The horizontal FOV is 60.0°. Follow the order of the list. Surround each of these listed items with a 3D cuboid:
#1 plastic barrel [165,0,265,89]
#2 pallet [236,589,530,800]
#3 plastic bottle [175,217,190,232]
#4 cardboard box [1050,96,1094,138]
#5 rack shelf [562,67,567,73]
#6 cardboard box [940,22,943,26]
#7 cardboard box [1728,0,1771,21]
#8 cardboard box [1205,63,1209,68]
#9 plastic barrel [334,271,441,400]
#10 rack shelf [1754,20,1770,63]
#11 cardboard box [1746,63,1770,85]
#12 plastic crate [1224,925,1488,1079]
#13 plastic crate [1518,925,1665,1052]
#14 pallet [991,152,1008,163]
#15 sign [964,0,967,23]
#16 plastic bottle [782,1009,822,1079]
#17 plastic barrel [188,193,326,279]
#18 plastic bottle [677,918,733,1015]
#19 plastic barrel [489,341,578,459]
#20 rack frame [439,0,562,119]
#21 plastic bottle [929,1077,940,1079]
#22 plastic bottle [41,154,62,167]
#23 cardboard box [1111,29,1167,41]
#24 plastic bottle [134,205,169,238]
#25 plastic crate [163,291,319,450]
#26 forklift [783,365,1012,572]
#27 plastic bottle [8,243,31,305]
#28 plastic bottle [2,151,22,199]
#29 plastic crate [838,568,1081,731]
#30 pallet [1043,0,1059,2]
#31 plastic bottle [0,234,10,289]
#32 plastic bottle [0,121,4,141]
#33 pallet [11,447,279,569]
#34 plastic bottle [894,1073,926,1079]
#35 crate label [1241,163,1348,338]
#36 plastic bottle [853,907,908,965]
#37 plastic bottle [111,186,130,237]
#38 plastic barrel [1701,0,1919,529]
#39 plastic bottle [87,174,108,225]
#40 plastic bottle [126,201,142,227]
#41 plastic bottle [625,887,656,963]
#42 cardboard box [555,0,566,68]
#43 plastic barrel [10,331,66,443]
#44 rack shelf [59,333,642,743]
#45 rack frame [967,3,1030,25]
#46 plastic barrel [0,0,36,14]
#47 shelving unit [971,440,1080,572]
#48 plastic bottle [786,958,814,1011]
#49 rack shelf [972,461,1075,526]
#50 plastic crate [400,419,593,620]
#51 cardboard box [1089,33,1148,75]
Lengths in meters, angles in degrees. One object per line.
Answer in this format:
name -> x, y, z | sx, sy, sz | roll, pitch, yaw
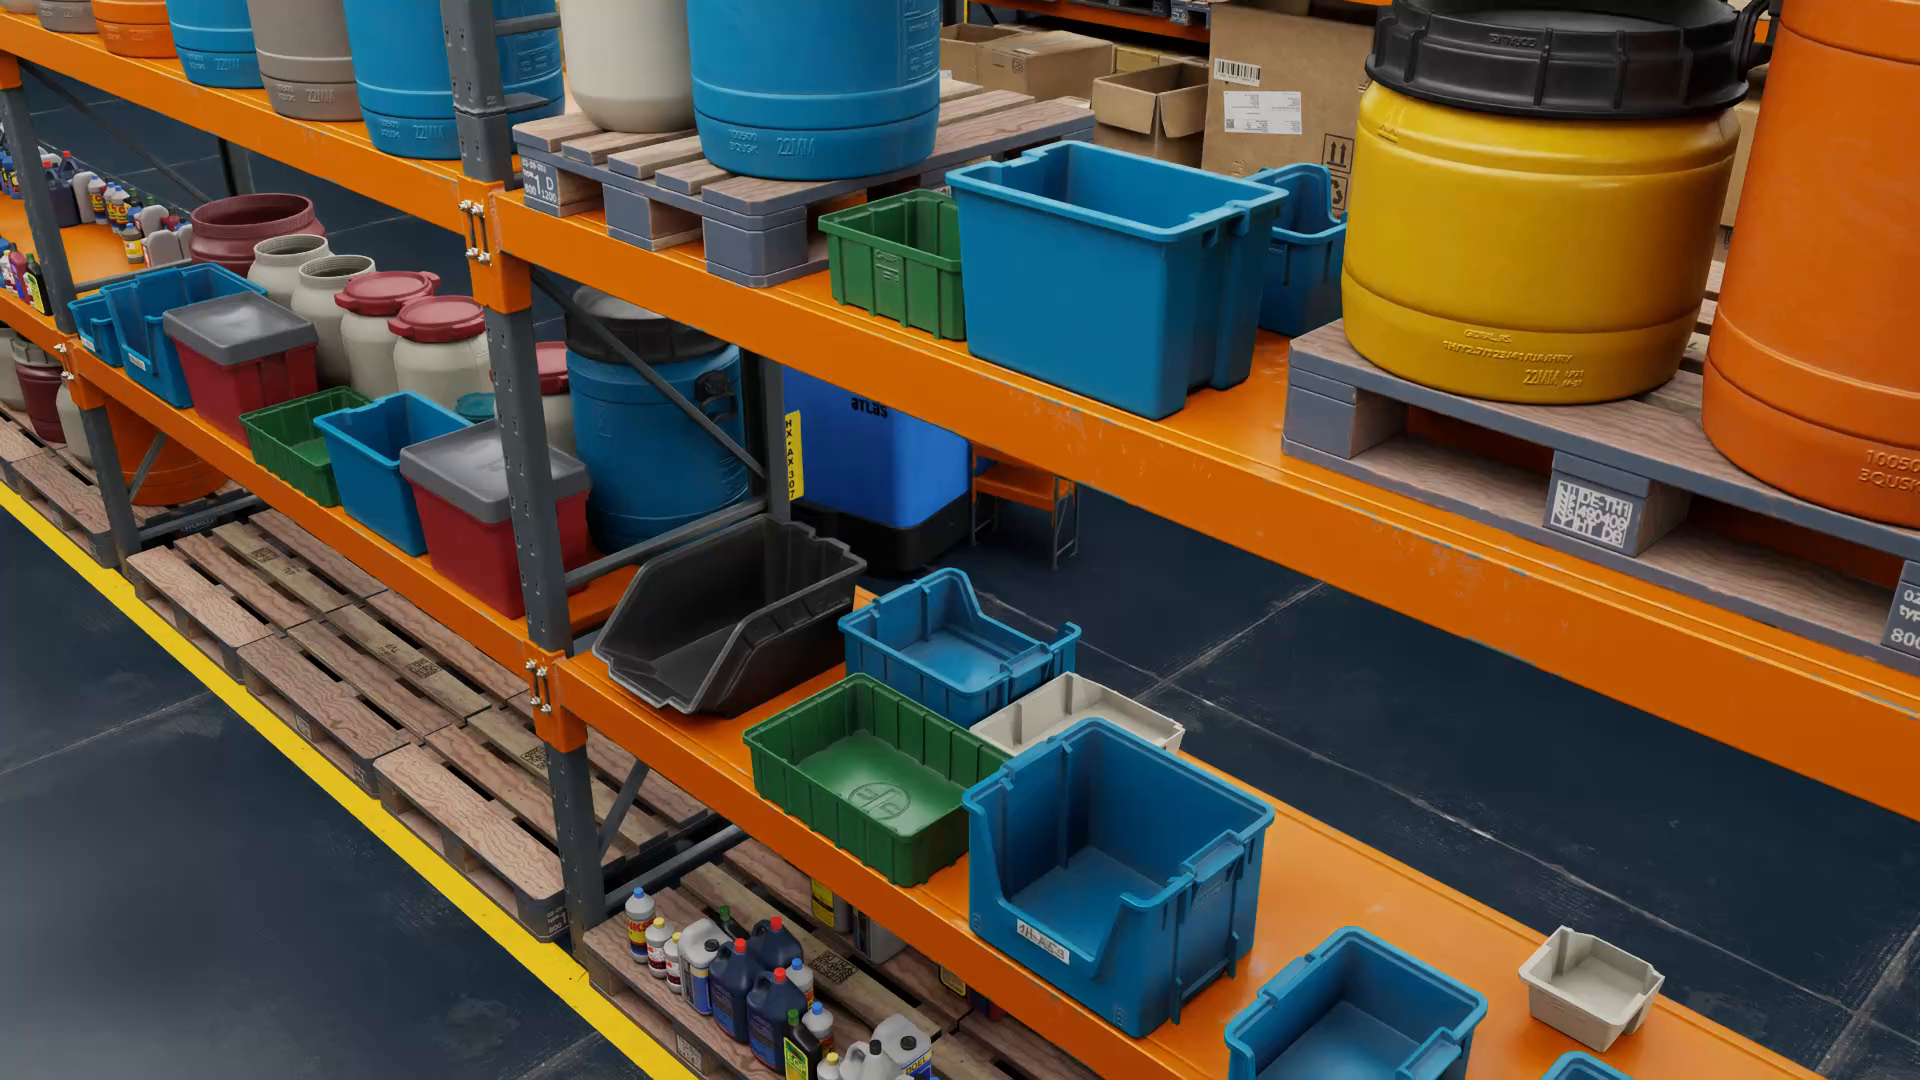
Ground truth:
plastic barrel -> -2.430, -2.056, 5.675 | 0.708, 0.901, 0.600 | 25, 36, 38
pallet -> -2.444, 0.607, 7.368 | 1.213, 0.211, 1.003 | 25, 36, 38
plastic bottle -> -3.980, -1.529, 8.573 | 0.097, 0.271, 0.097 | 0, 28, 0
cardboard box -> 0.672, -2.431, 9.859 | 0.500, 0.250, 0.500 | 23, 36, 37
rack shelf -> -1.788, -3.268, 12.516 | 4.000, 0.370, 1.077 | 25, 36, 38
cardboard box -> -0.337, -5.474, 17.911 | 0.250, 0.149, 0.380 | 23, 36, 37
cardboard box -> 3.359, -2.322, 6.881 | 0.500, 0.250, 0.500 | 23, 35, 36
cardboard box -> 2.516, -4.095, 14.743 | 0.500, 0.250, 0.500 | 24, 36, 37
plastic barrel -> -2.343, -0.811, 6.923 | 0.433, 0.535, 0.433 | 0, 28, 0
rack shelf -> 3.916, -1.986, 6.853 | 4.000, 0.370, 1.077 | 25, 36, 38
cardboard box -> 3.717, -1.866, 7.574 | 0.500, 0.500, 0.500 | 25, 36, 38
plastic crate -> 0.844, 1.108, 3.580 | 0.408, 0.251, 0.499 | 25, 36, 38
plastic crate -> 1.457, 1.038, 3.837 | 0.250, 0.136, 0.298 | 25, 36, 38
pallet -> 0.221, -2.652, 10.777 | 1.003, 0.211, 1.213 | 25, 36, 38
sign -> 0.011, -3.595, 11.205 | 0.005, 0.325, 0.100 | 25, 36, 38
plastic bottle -> -0.475, 1.553, 5.020 | 0.061, 0.283, 0.133 | -23, 36, -37
plastic barrel -> -3.291, -1.300, 7.853 | 0.708, 0.536, 0.600 | 25, 36, 38
plastic bottle -> -0.813, 1.371, 5.373 | 0.152, 0.276, 0.135 | -24, 36, -37
plastic barrel -> -1.511, -0.430, 6.200 | 0.433, 0.535, 0.433 | 0, 28, 0
rack frame -> -0.982, -2.641, 4.103 | 0.127, 3.000, 1.000 | 25, 36, 38
plastic bottle -> -0.074, 1.666, 4.892 | 0.097, 0.201, 0.097 | 0, 28, 0
plastic bottle -> -5.298, -2.116, 9.685 | 0.135, 0.276, 0.152 | 25, 36, 38
cardboard box -> 1.787, -4.765, 16.018 | 0.500, 0.250, 0.500 | 23, 35, 36
plastic bottle -> -4.247, -1.635, 8.770 | 0.135, 0.276, 0.152 | 25, 36, 38
plastic crate -> -2.897, -0.690, 6.771 | 0.583, 0.464, 0.402 | 25, 36, 38
forklift -> -1.236, -1.644, 8.726 | 3.031, 2.935, 1.130 | 17, 32, 29
plastic bottle -> -4.587, -1.305, 8.133 | 0.133, 0.283, 0.061 | 25, 36, 38
plastic bottle -> -5.537, -2.142, 9.739 | 0.097, 0.271, 0.097 | 0, 28, 0
plastic crate -> -0.003, 0.351, 5.018 | 0.616, 0.251, 0.499 | 25, 36, 38
pallet -> 0.778, -5.470, 16.136 | 1.213, 0.211, 1.003 | 25, 36, 38
plastic bottle -> -4.795, -1.407, 8.340 | 0.097, 0.271, 0.097 | 0, 28, 0
plastic bottle -> -5.802, -2.383, 10.111 | 0.185, 0.351, 0.144 | 25, 36, 38
pallet -> -4.426, -0.300, 9.093 | 1.213, 0.211, 1.003 | 25, 36, 38
plastic bottle -> -0.127, 1.654, 4.754 | 0.144, 0.351, 0.185 | -24, 36, -37
crate label -> 0.767, -0.662, 3.724 | 0.408, 0.251, 0.502 | 25, 36, 38
plastic bottle -> -0.270, 1.260, 5.585 | 0.135, 0.276, 0.152 | 25, 36, 38
plastic bottle -> -4.570, -1.799, 9.086 | 0.097, 0.271, 0.097 | 0, 28, 0
plastic barrel -> 1.434, -0.500, 2.343 | 0.708, 0.830, 0.600 | 25, 36, 38
plastic bottle -> -4.804, -1.906, 9.290 | 0.097, 0.271, 0.097 | 0, 28, 0
plastic bottle -> -4.353, -1.660, 8.822 | 0.097, 0.271, 0.097 | 0, 28, 0
plastic bottle -> -1.063, 1.277, 5.557 | 0.097, 0.271, 0.097 | 0, 28, 0
cardboard box -> -3.062, -4.051, 13.123 | 0.500, 0.500, 0.500 | 25, 37, 39
plastic barrel -> -5.001, -0.932, 9.438 | 0.708, 0.588, 0.600 | 25, 36, 38
rack shelf -> -2.409, -0.320, 6.908 | 4.000, 0.370, 1.077 | 25, 36, 38
rack frame -> 0.335, -5.852, 16.657 | 0.127, 3.000, 1.000 | 25, 36, 38
plastic barrel -> -3.828, -2.465, 6.871 | 0.421, 0.512, 0.421 | 0, 28, 0
shelving unit -> 0.332, -0.480, 8.374 | 0.503, 1.200, 0.258 | 17, 32, 29
plastic bottle -> -0.510, 1.436, 5.255 | 0.097, 0.271, 0.097 | 0, 28, 0
rack shelf -> 0.332, -0.245, 8.498 | 0.480, 0.148, 0.258 | 17, 32, 29
plastic crate -> -1.542, -0.070, 5.592 | 0.583, 0.464, 0.402 | 25, 36, 38
cardboard box -> 1.419, -4.594, 15.693 | 0.500, 0.250, 0.500 | -24, 36, -37
